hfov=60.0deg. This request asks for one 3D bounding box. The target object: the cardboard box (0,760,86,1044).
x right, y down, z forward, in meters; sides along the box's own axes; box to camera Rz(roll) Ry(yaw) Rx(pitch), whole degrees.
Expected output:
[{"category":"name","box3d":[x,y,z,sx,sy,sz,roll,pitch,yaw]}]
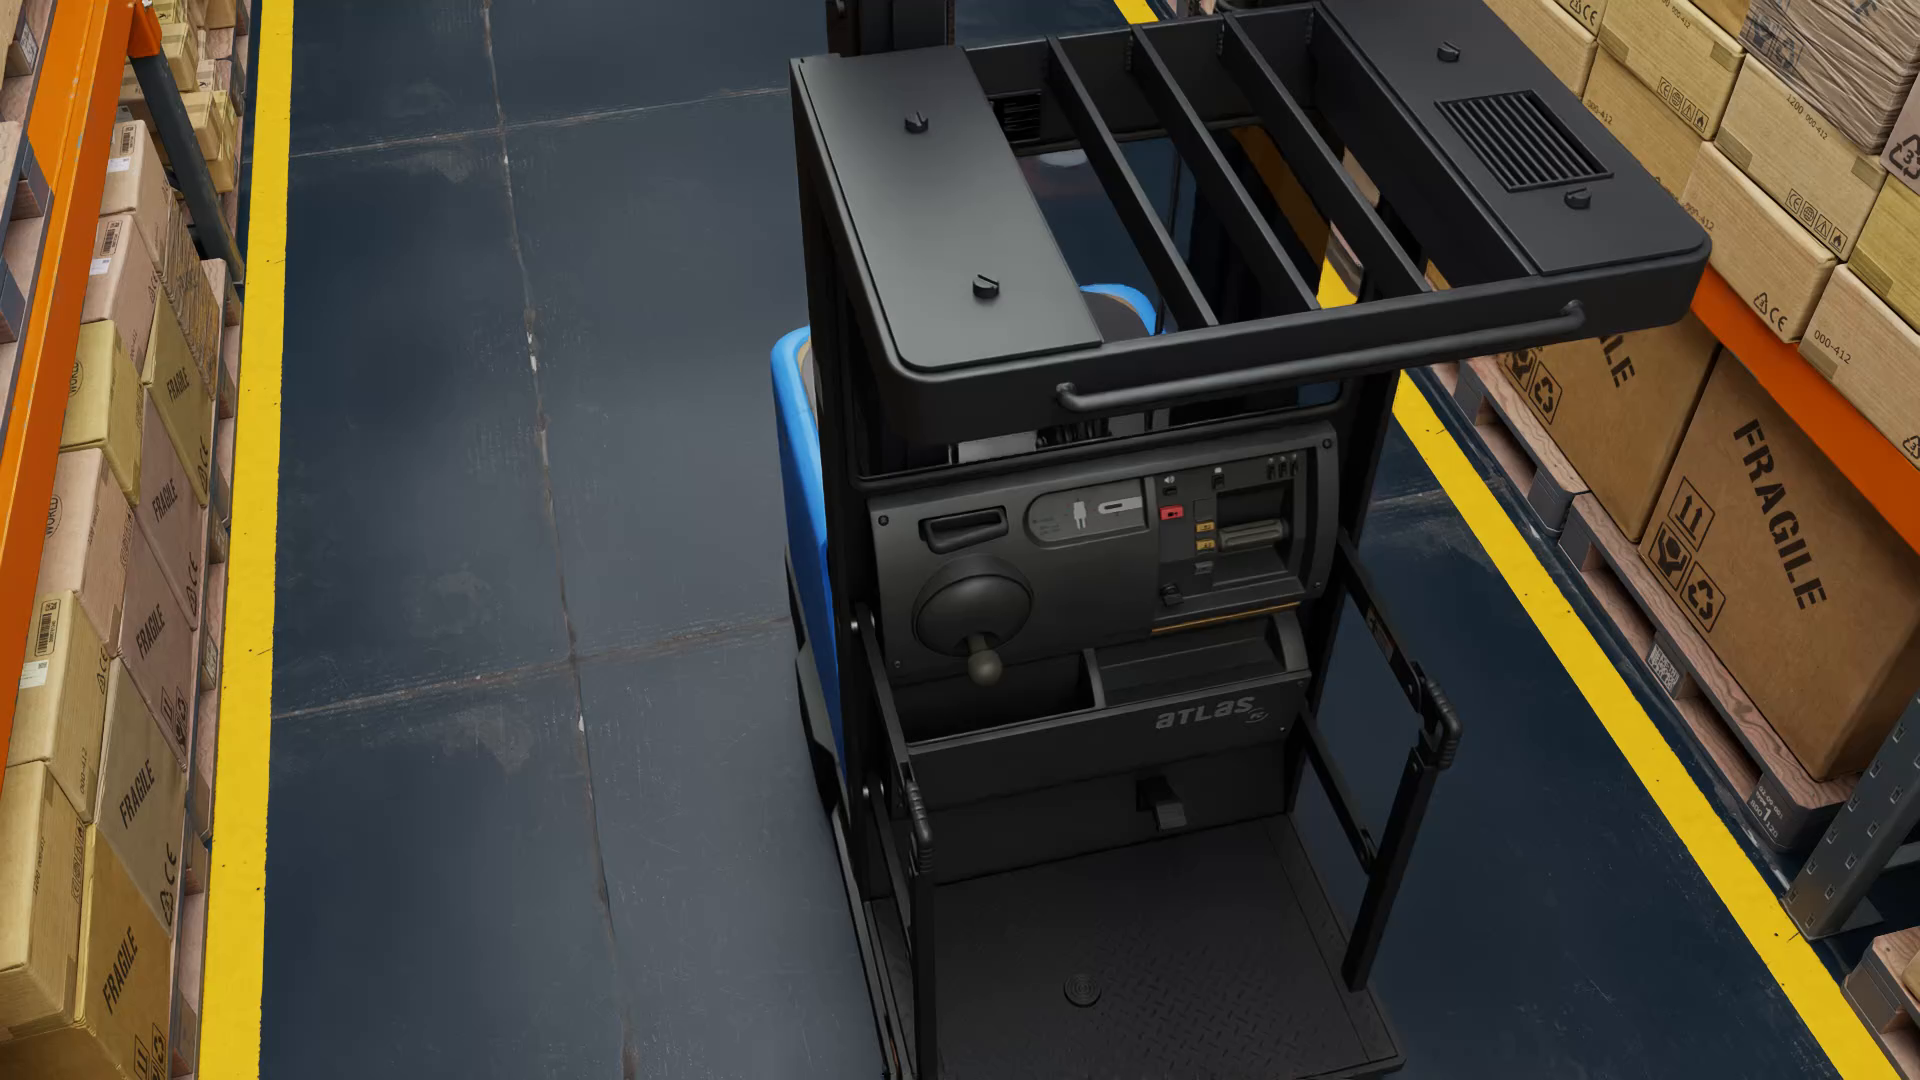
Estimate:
[{"category":"cardboard box","box3d":[-2.075,0.764,3.332,0.500,0.250,0.500,-13,47,-12]}]

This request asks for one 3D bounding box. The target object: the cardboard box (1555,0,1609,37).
[{"category":"cardboard box","box3d":[1.839,-1.628,4.500,0.500,0.250,0.500,-12,47,-12]}]

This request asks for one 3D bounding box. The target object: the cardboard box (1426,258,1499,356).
[{"category":"cardboard box","box3d":[2.078,-1.285,5.603,0.875,0.875,0.875,-9,46,-9]}]

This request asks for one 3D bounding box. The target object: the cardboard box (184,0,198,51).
[{"category":"cardboard box","box3d":[-3.255,-2.012,6.615,0.380,0.149,0.250,-13,47,-12]}]

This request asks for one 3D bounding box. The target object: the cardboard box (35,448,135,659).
[{"category":"cardboard box","box3d":[-2.319,0.070,4.012,0.500,0.250,0.500,-10,46,-10]}]

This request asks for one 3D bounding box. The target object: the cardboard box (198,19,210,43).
[{"category":"cardboard box","box3d":[-3.337,-2.093,6.903,0.380,0.149,0.250,-13,47,-12]}]

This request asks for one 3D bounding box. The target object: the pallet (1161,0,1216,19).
[{"category":"pallet","box3d":[1.484,-2.481,7.533,1.003,0.211,1.213,-11,47,-10]}]

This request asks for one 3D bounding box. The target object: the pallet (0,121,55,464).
[{"category":"pallet","box3d":[-2.678,-0.473,3.748,1.003,0.211,1.213,-11,47,-10]}]

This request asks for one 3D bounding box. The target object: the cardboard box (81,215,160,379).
[{"category":"cardboard box","box3d":[-2.602,-0.652,4.720,0.500,0.250,0.500,-9,46,-8]}]

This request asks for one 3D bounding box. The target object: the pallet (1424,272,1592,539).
[{"category":"pallet","box3d":[2.189,-0.579,5.669,1.003,0.211,1.213,-11,47,-10]}]

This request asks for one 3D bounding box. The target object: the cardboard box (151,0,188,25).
[{"category":"cardboard box","box3d":[-3.170,-1.942,6.339,0.380,0.149,0.250,-11,47,-11]}]

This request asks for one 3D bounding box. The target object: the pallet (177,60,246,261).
[{"category":"pallet","box3d":[-3.362,-1.424,6.498,1.003,0.211,1.213,-11,47,-10]}]

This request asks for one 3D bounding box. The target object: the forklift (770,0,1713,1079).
[{"category":"forklift","box3d":[0.344,0.126,3.075,1.130,2.935,3.031,-10,46,-10]}]

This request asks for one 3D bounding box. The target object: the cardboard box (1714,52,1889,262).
[{"category":"cardboard box","box3d":[2.123,-0.920,3.806,0.500,0.250,0.500,-12,47,-11]}]

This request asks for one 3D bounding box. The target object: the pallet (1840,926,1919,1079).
[{"category":"pallet","box3d":[2.826,1.360,3.770,1.003,0.211,1.213,-11,47,-10]}]

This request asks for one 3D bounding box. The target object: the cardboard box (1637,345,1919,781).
[{"category":"cardboard box","box3d":[2.531,-0.051,4.394,0.875,0.875,0.875,-11,47,-11]}]

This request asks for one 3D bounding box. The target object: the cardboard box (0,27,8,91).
[{"category":"cardboard box","box3d":[-2.670,-1.239,4.246,0.380,0.149,0.250,-13,47,-12]}]

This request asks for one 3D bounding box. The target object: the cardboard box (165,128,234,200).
[{"category":"cardboard box","box3d":[-2.939,-1.402,6.226,0.380,0.149,0.250,-13,47,-12]}]

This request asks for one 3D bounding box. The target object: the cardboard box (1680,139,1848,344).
[{"category":"cardboard box","box3d":[2.101,-0.755,3.995,0.500,0.250,0.500,-10,46,-10]}]

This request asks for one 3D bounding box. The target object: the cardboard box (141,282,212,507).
[{"category":"cardboard box","box3d":[-2.592,-0.396,4.994,0.500,0.500,0.500,-12,47,-11]}]

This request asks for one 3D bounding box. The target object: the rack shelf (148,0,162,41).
[{"category":"rack shelf","box3d":[-3.668,-3.072,6.664,1.077,0.370,4.000,-11,47,-10]}]

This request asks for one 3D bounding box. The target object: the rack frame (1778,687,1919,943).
[{"category":"rack frame","box3d":[2.627,-0.156,3.303,1.000,3.000,0.127,-11,47,-10]}]

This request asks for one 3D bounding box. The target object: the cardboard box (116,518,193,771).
[{"category":"cardboard box","box3d":[-2.335,0.312,4.300,0.500,0.500,0.500,-12,47,-11]}]

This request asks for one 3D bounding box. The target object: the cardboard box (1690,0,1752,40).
[{"category":"cardboard box","box3d":[1.982,-1.547,3.896,0.500,0.500,0.500,-11,47,-10]}]

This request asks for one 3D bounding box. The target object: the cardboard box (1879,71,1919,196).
[{"category":"cardboard box","box3d":[2.242,-0.850,3.213,0.500,0.500,0.500,-12,47,-11]}]

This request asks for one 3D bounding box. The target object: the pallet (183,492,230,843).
[{"category":"pallet","box3d":[-2.639,0.414,4.696,1.003,0.211,1.213,-11,47,-10]}]

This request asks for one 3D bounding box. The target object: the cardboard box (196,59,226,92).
[{"category":"cardboard box","box3d":[-3.121,-1.748,6.565,0.380,0.149,0.250,-11,47,-11]}]

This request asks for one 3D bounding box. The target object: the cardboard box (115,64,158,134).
[{"category":"cardboard box","box3d":[-3.044,-1.576,5.980,0.380,0.149,0.250,-9,46,-9]}]

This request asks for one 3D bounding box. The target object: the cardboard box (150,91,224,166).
[{"category":"cardboard box","box3d":[-2.940,-1.505,6.118,0.380,0.149,0.250,-9,46,-8]}]

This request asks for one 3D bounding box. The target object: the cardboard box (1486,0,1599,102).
[{"category":"cardboard box","box3d":[1.829,-1.452,4.678,0.500,0.250,0.500,-11,47,-11]}]

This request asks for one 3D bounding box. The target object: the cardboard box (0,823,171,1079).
[{"category":"cardboard box","box3d":[-2.067,1.012,3.614,0.500,0.500,0.500,-13,47,-12]}]
